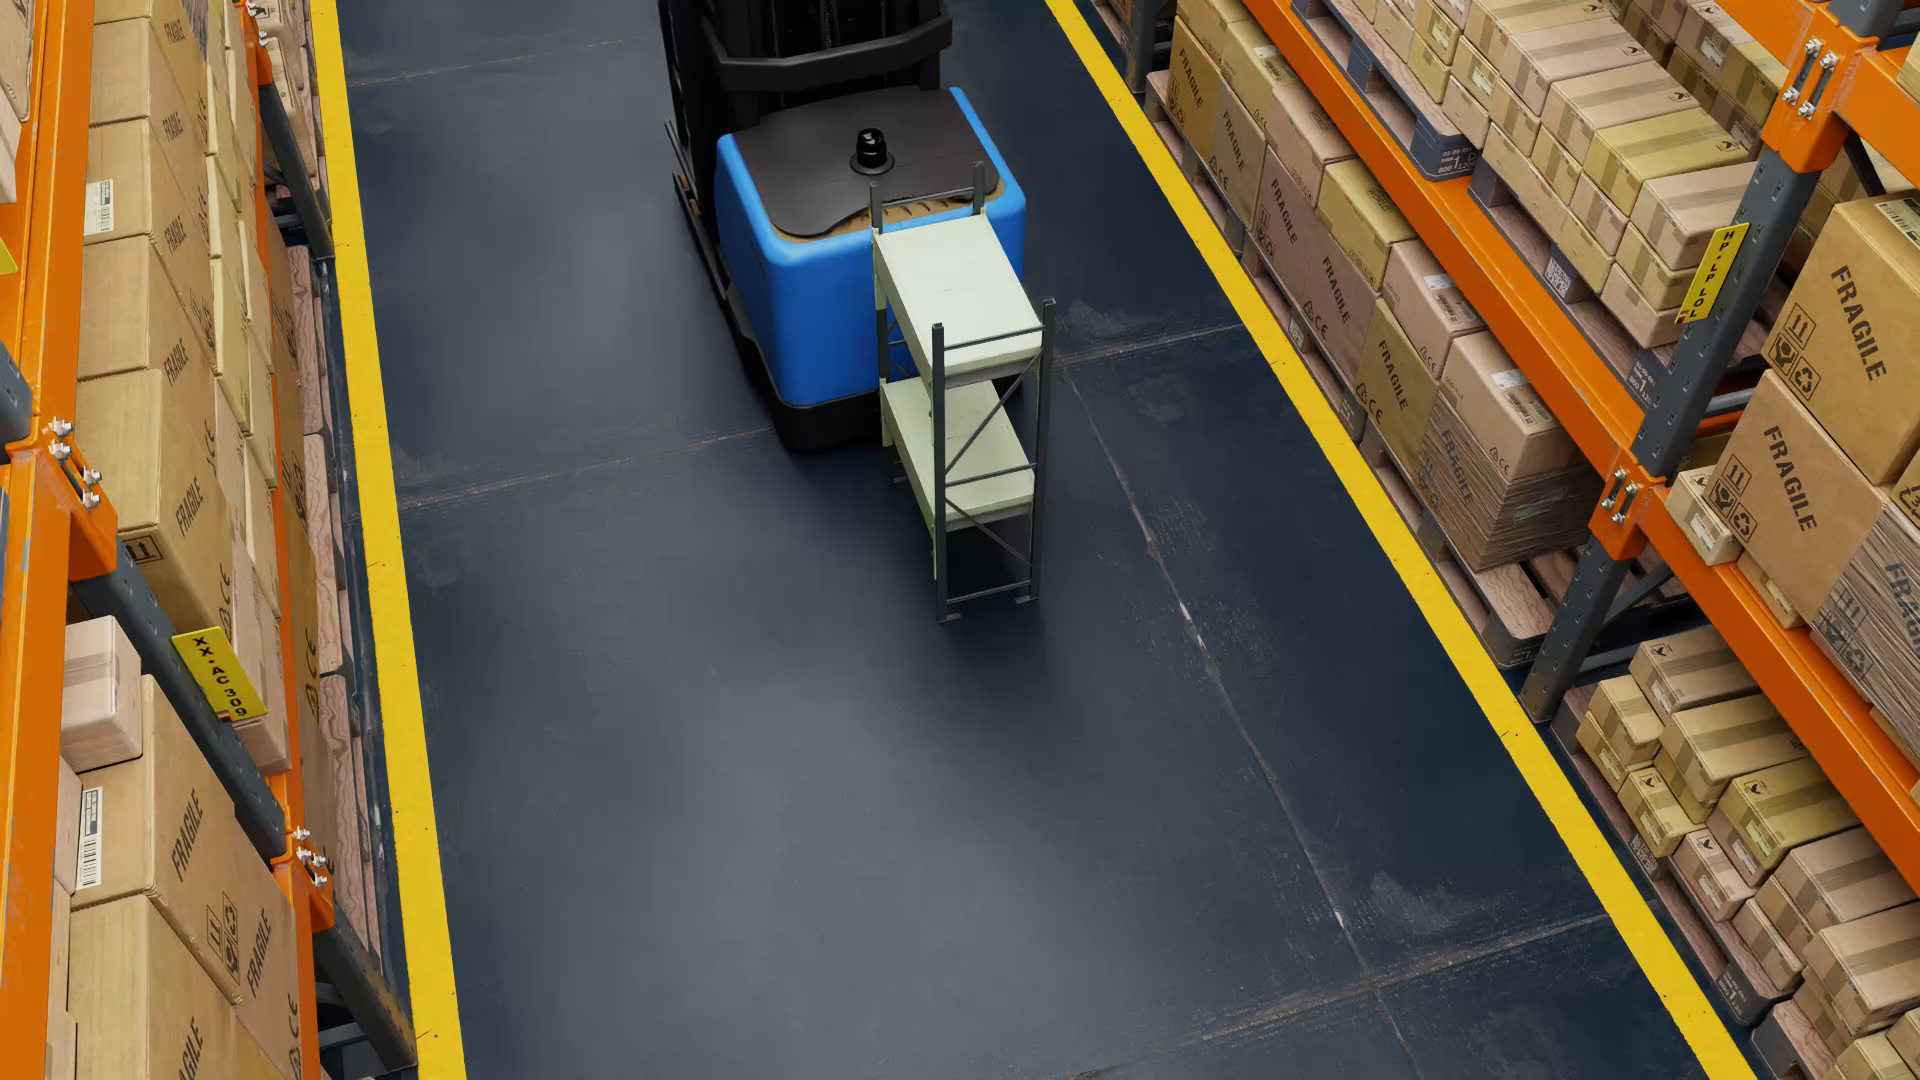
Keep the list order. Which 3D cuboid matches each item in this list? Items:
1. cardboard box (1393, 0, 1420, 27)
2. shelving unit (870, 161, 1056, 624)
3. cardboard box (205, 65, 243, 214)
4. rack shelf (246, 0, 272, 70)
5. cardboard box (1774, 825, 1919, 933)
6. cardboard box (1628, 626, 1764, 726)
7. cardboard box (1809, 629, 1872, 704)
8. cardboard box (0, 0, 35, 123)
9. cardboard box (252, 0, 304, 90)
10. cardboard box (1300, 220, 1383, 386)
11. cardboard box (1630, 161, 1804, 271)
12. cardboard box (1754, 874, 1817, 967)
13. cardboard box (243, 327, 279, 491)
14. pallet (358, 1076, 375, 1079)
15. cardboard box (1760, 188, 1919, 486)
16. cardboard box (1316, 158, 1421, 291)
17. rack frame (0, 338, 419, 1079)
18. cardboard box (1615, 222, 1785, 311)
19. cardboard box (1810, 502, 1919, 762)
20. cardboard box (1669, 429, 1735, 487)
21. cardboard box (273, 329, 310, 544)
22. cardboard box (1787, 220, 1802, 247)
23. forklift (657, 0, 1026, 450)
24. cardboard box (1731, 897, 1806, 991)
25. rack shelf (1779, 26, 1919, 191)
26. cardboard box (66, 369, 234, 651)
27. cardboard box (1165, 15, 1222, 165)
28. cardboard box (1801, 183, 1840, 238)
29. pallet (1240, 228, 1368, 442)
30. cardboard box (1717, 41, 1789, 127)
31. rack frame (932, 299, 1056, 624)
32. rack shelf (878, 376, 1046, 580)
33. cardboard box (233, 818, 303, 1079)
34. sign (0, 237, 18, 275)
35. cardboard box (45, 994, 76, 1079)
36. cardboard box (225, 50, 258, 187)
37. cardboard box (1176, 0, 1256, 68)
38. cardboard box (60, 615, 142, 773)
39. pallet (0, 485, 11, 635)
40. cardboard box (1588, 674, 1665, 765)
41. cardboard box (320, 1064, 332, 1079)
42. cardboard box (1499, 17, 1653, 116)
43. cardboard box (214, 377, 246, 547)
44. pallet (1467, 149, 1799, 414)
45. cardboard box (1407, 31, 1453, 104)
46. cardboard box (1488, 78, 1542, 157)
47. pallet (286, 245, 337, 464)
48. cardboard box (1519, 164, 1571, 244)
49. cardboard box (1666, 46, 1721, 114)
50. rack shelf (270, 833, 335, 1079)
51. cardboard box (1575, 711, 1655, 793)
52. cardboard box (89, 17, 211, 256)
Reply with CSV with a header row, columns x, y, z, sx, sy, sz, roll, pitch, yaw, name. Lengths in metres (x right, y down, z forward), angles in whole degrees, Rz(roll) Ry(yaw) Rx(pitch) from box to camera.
x,y,z,sx,sy,sz,roll,pitch,yaw,name
1.757,-1.995,5.955,0.380,0.149,0.250,-12,51,-10,cardboard box
-0.002,-0.488,5.970,0.431,1.500,0.755,-13,51,-11,shelving unit
-2.647,-1.260,5.411,0.500,0.250,0.500,-15,51,-12,cardboard box
-3.950,-3.416,7.928,1.077,0.370,4.000,-13,51,-11,rack shelf
2.672,1.005,4.931,0.380,0.149,0.250,-15,51,-12,cardboard box
2.427,0.432,5.415,0.380,0.149,0.250,-11,51,-9,cardboard box
2.570,0.258,4.524,0.380,0.149,0.250,-15,52,-13,cardboard box
-2.160,-1.109,3.211,0.500,0.500,0.500,-14,51,-12,cardboard box
-3.742,-2.427,8.068,0.950,0.372,0.625,-14,51,-12,cardboard box
1.764,-1.022,6.800,0.500,0.500,0.500,-14,51,-12,cardboard box
2.218,-0.954,4.882,0.380,0.149,0.250,-11,51,-9,cardboard box
2.668,1.099,5.047,0.380,0.149,0.250,-16,52,-13,cardboard box
-2.345,-0.354,4.974,0.500,0.250,0.500,-14,51,-11,cardboard box
-2.026,2.206,4.541,1.003,0.211,1.213,-13,51,-11,pallet
2.423,-0.524,4.106,0.500,0.500,0.500,-12,51,-10,cardboard box
1.752,-1.278,6.525,0.500,0.250,0.500,-15,52,-13,cardboard box
-2.176,0.735,3.958,1.000,3.000,0.127,-13,51,-11,rack frame
2.216,-0.855,4.993,0.380,0.149,0.250,-12,51,-10,cardboard box
2.582,0.192,4.156,0.500,0.500,0.500,-13,51,-11,cardboard box
2.558,-0.388,6.265,0.500,0.500,0.500,-12,51,-10,cardboard box
-2.974,-0.462,6.082,0.875,0.875,0.875,-13,51,-11,cardboard box
2.758,-1.106,5.400,0.380,0.149,0.250,-13,51,-10,cardboard box
-0.706,-2.467,6.702,1.130,2.935,3.031,-15,52,-12,forklift
2.648,1.202,5.154,0.380,0.149,0.250,-14,51,-12,cardboard box
3.114,0.267,2.861,1.077,0.370,4.000,-13,51,-11,rack shelf
-2.031,-0.006,3.864,0.500,0.500,0.500,-13,51,-11,cardboard box
1.305,-2.135,7.738,0.500,0.500,0.500,-15,52,-13,cardboard box
2.846,-1.000,5.116,0.380,0.149,0.250,-13,51,-10,cardboard box
1.927,-1.021,7.262,1.003,0.211,1.213,-13,51,-11,pallet
2.684,-1.486,5.331,0.380,0.149,0.250,-13,51,-11,cardboard box
0.106,-0.221,5.745,0.400,1.500,0.023,-13,51,-11,rack frame
-0.002,-0.278,6.220,0.431,0.370,0.720,-13,51,-11,rack shelf
-1.795,0.983,3.683,0.500,0.500,0.500,-13,51,-11,cardboard box
-1.646,-0.551,2.690,0.100,0.325,0.005,-13,51,-11,sign
-1.650,0.906,2.670,0.380,0.149,0.250,-14,51,-11,cardboard box
-2.795,-1.458,5.905,0.500,0.250,0.500,-12,51,-10,cardboard box
1.313,-2.393,7.465,0.500,0.250,0.500,-15,52,-13,cardboard box
-1.781,0.324,3.161,0.380,0.149,0.250,-14,51,-12,cardboard box
-1.944,0.396,2.340,1.003,0.211,1.213,-13,51,-11,pallet
2.324,0.566,5.496,0.380,0.149,0.250,-11,51,-9,cardboard box
-2.093,1.908,4.370,0.875,0.438,0.875,-14,51,-12,cardboard box
1.985,-1.530,5.369,0.380,0.149,0.250,-13,51,-11,cardboard box
-2.218,-0.138,4.465,0.500,0.250,0.500,-13,51,-10,cardboard box
2.436,-0.988,5.536,1.003,0.211,1.213,-13,51,-11,pallet
1.828,-1.709,5.908,0.380,0.149,0.250,-11,51,-9,cardboard box
1.982,-1.427,5.476,0.380,0.149,0.250,-15,51,-12,cardboard box
-3.198,-0.695,6.988,1.003,0.211,1.213,-13,51,-11,pallet
2.067,-1.130,5.420,0.380,0.149,0.250,-13,51,-11,cardboard box
2.613,-1.567,5.594,0.380,0.149,0.250,-15,52,-13,cardboard box
-1.585,2.427,3.002,1.077,0.370,4.000,-13,51,-11,rack shelf
2.324,0.664,5.608,0.380,0.149,0.250,-15,52,-13,cardboard box
-2.513,-1.115,4.798,0.500,0.500,0.500,-14,51,-12,cardboard box
